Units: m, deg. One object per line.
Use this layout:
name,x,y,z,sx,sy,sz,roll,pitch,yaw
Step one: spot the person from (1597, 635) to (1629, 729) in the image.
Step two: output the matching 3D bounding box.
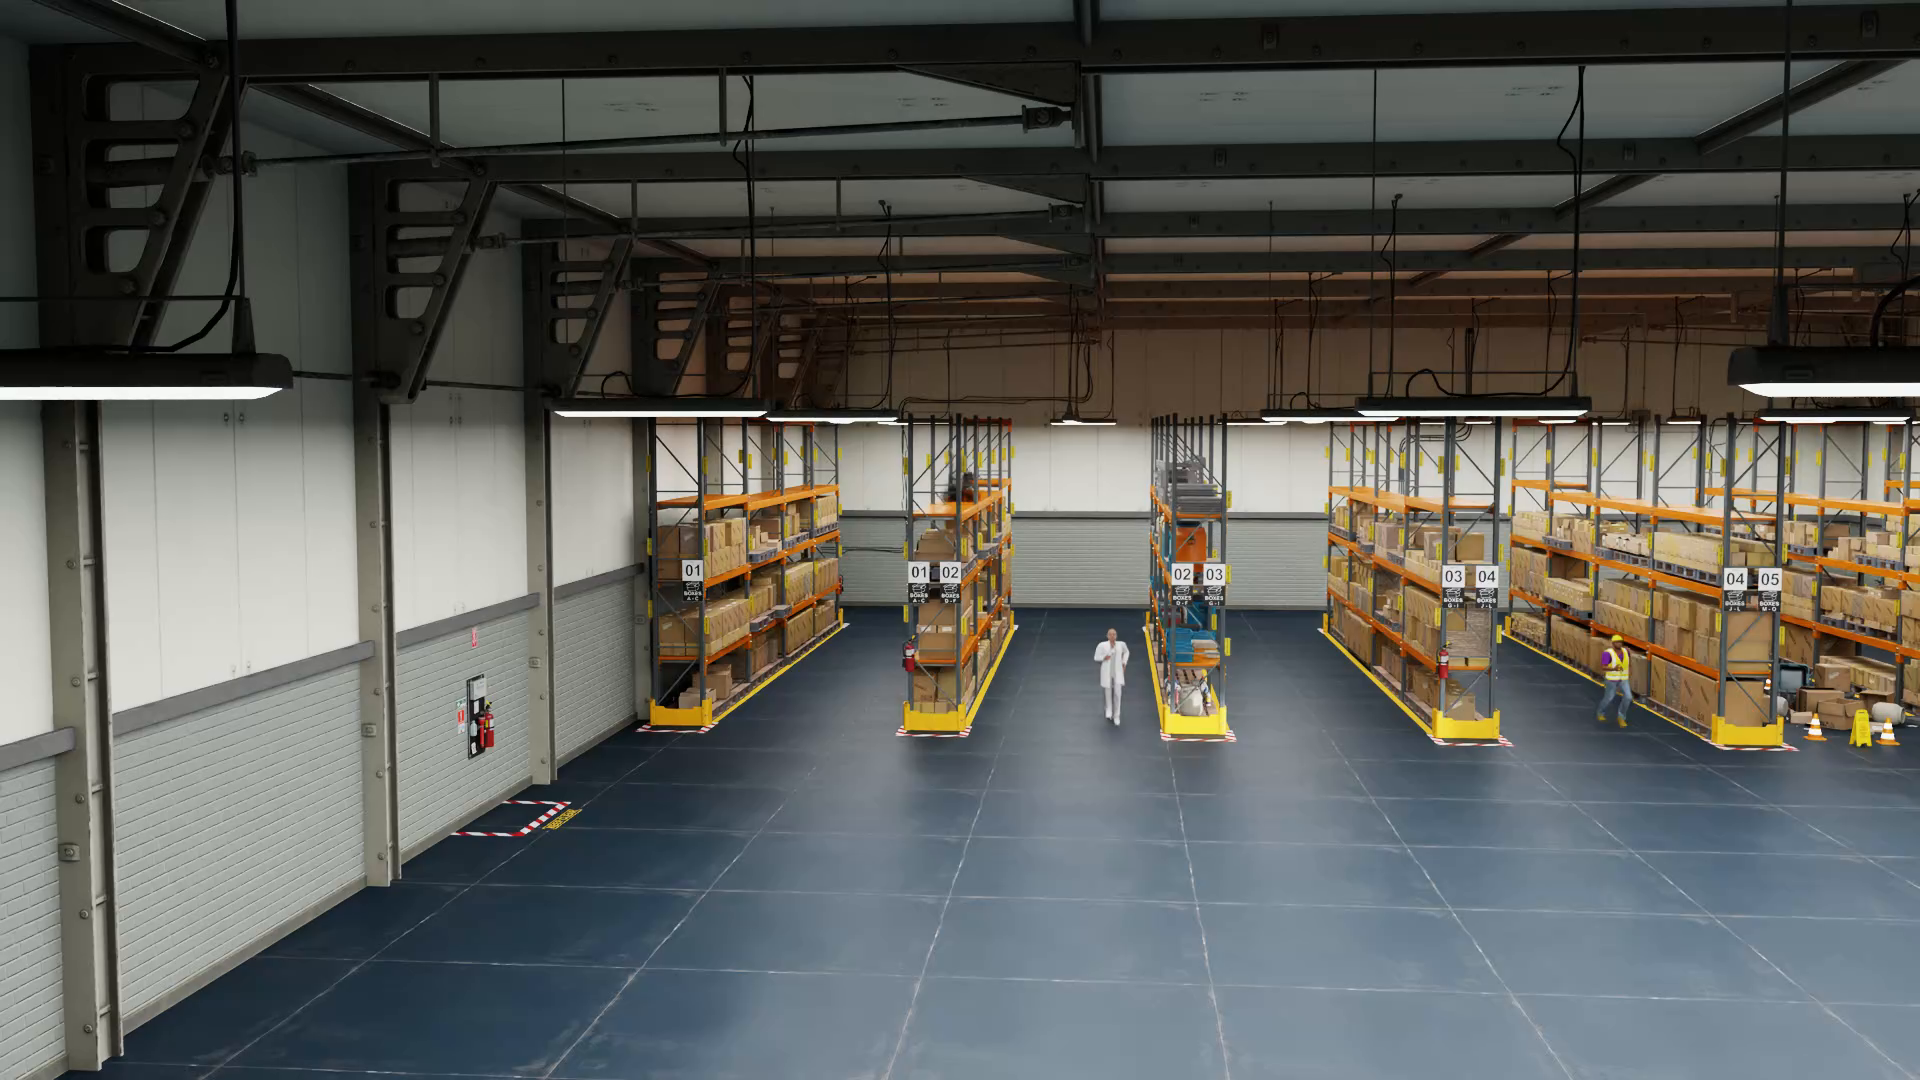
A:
person,12.584,2.705,31.802,0.443,1.798,0.427,0,4,-4

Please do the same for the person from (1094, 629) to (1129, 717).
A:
person,2.958,2.562,32.368,0.694,1.672,0.802,0,4,2
